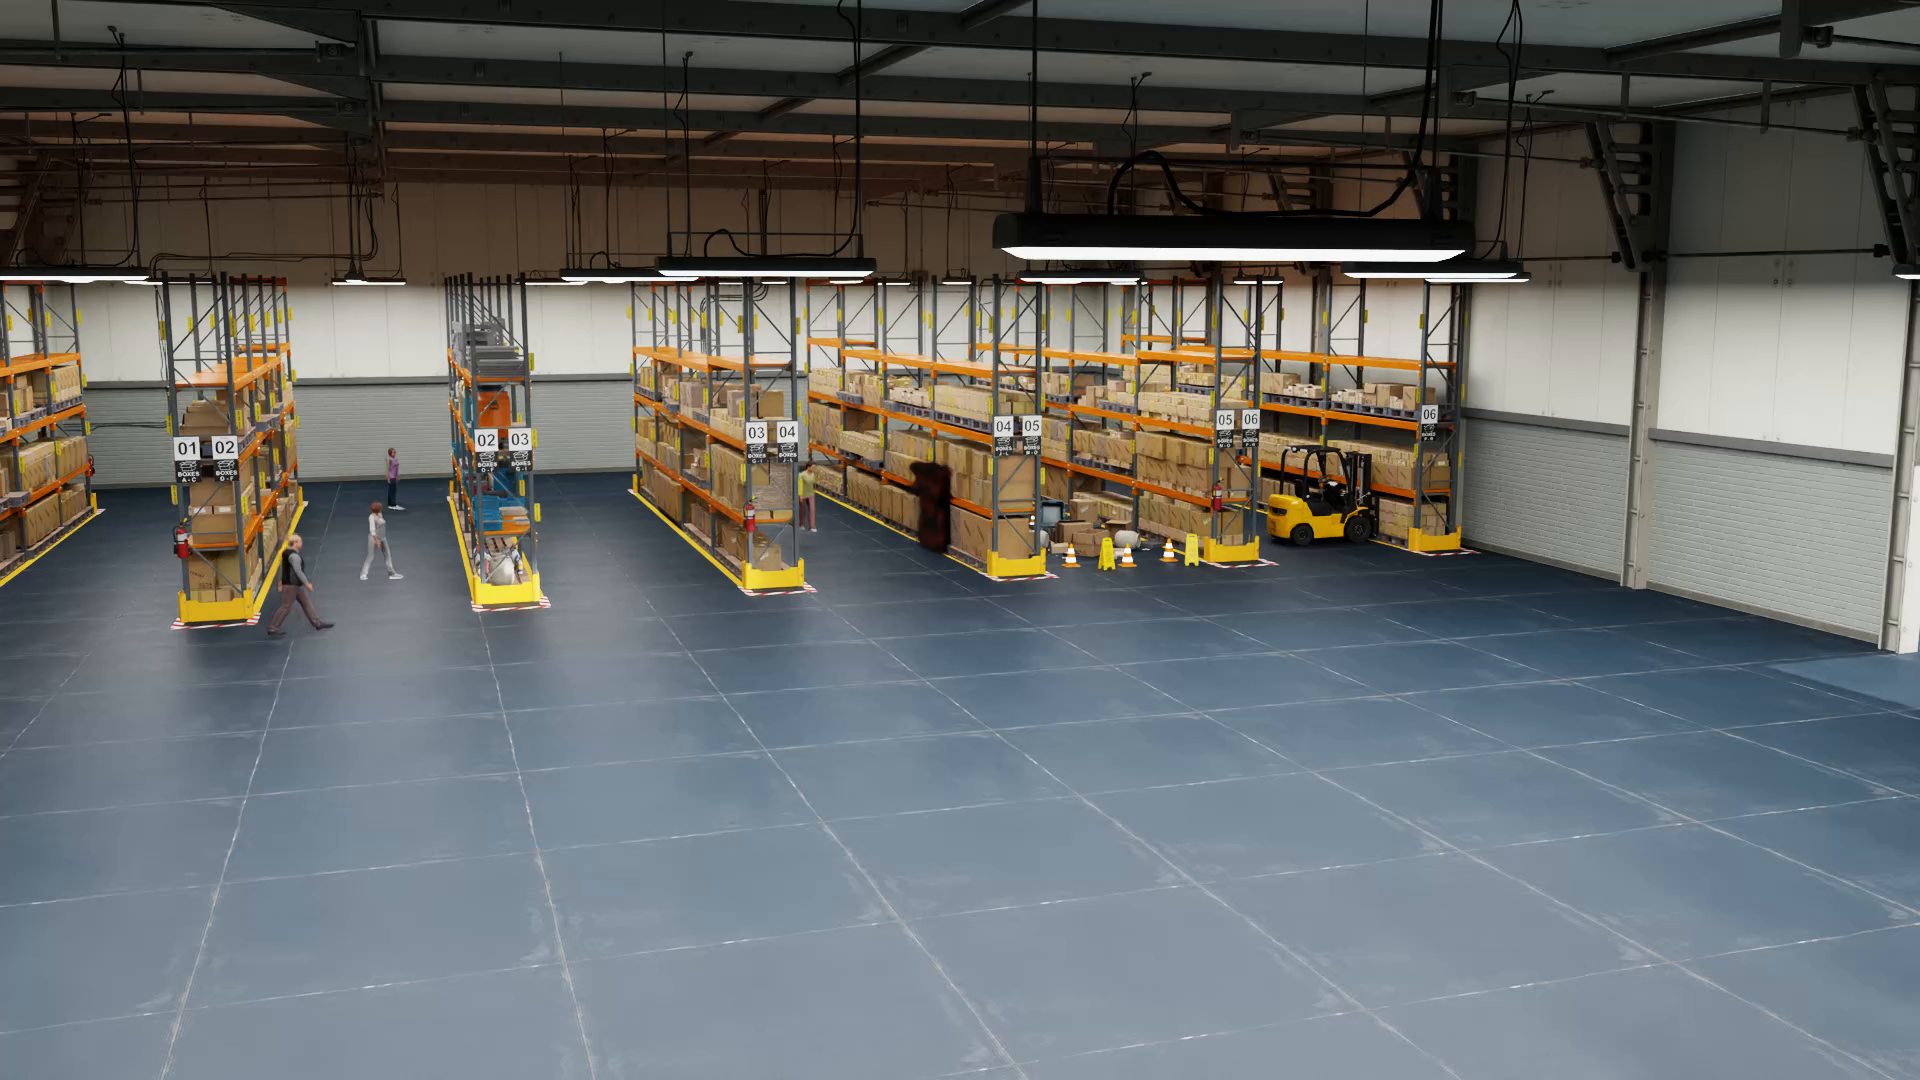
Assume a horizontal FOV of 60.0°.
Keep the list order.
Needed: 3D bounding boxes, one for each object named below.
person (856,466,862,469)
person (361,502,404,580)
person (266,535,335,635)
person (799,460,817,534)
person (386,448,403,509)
[{"bbox_3d":[-2.803,-2.727,50.423,1.094,1.709,0.636,-5,10,-29],"label":"person"},{"bbox_3d":[-11.472,0.012,32.817,0.769,1.555,0.515,3,9,21],"label":"person"},{"bbox_3d":[-10.975,0.733,27.571,1.054,1.654,0.559,-3,9,-20],"label":"person"},{"bbox_3d":[-3.433,-0.974,37.133,0.424,1.623,0.975,-2,9,-16],"label":"person"},{"bbox_3d":[-14.786,-1.612,43.465,0.410,1.602,0.445,-1,9,-6],"label":"person"}]
